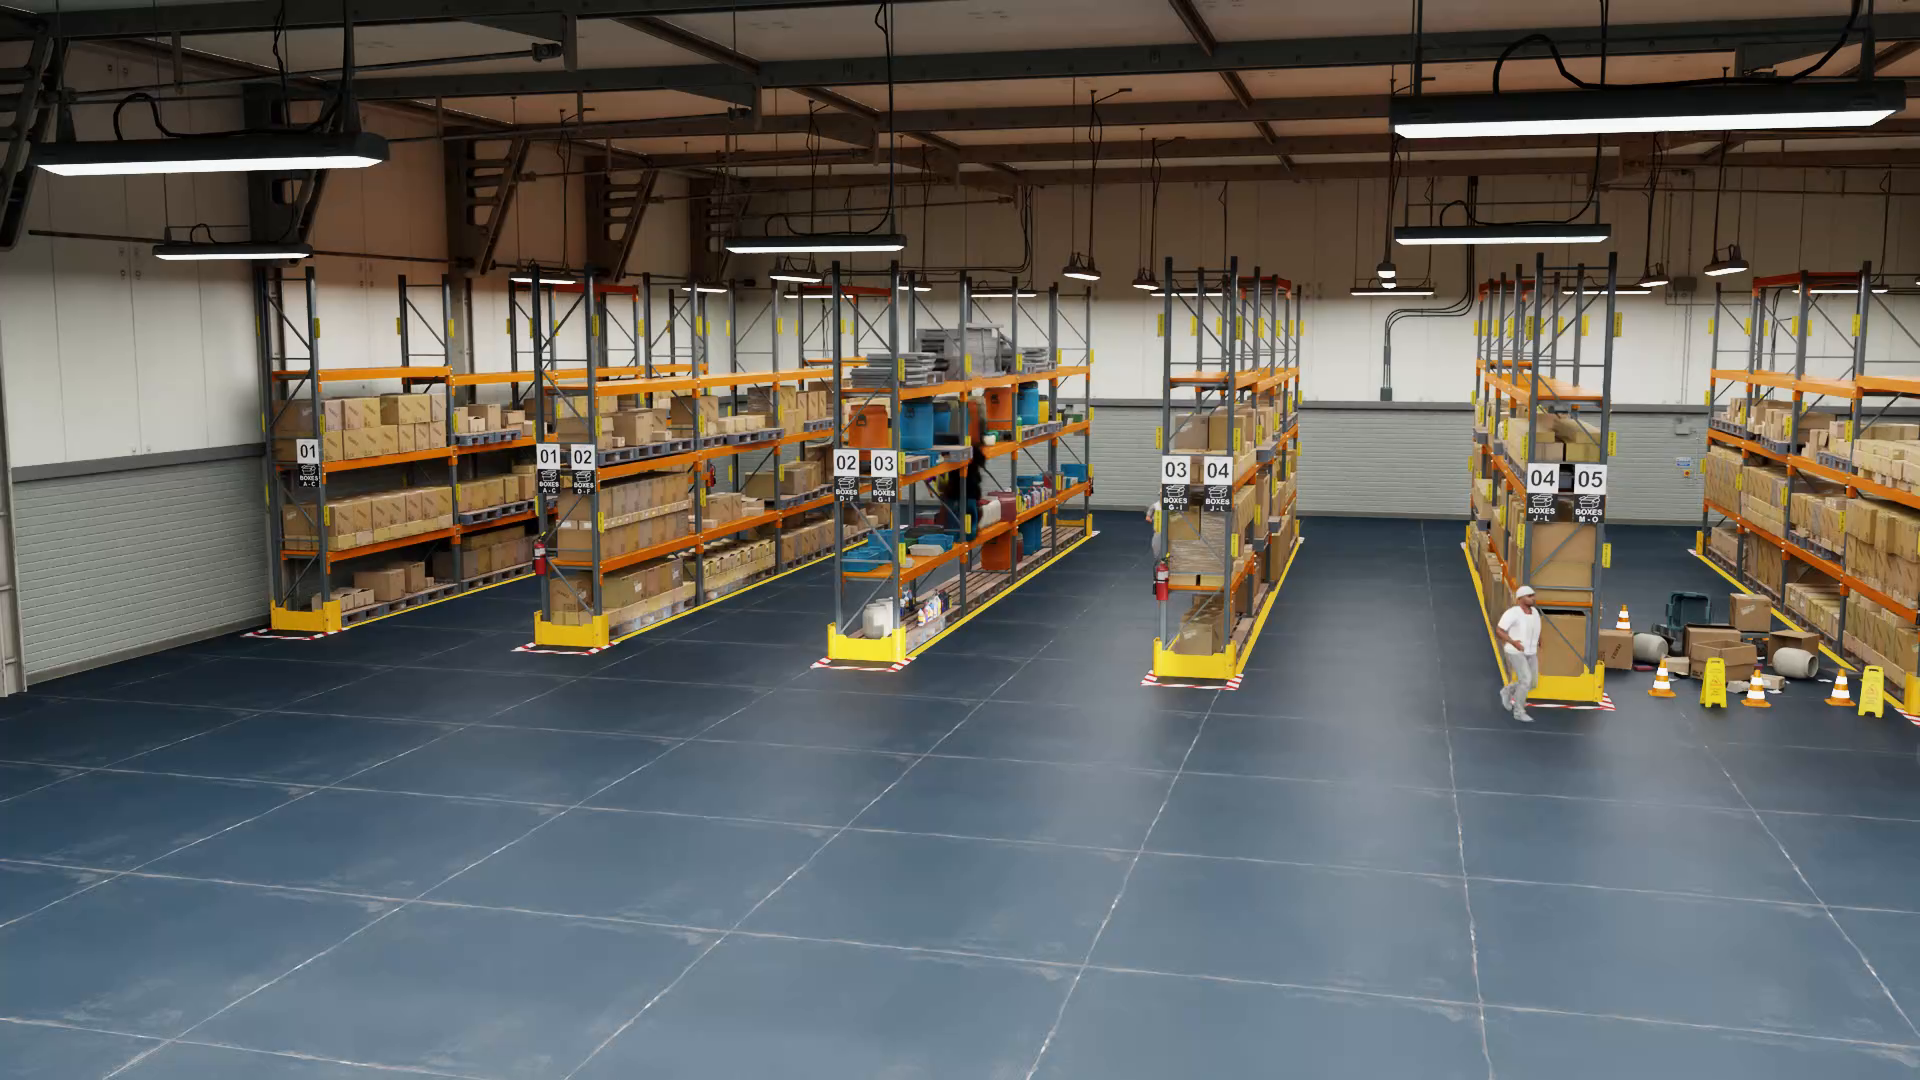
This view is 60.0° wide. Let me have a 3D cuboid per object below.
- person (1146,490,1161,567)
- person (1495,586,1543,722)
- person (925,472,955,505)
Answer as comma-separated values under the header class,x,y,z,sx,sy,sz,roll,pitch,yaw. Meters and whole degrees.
class,x,y,z,sx,sy,sz,roll,pitch,yaw
person,4.084,-0.151,33.568,0.668,1.770,0.908,2,7,13
person,7.242,1.450,21.497,0.732,1.740,0.634,-4,8,-28
person,-0.416,-1.136,41.532,0.763,1.725,0.925,-4,8,-27
